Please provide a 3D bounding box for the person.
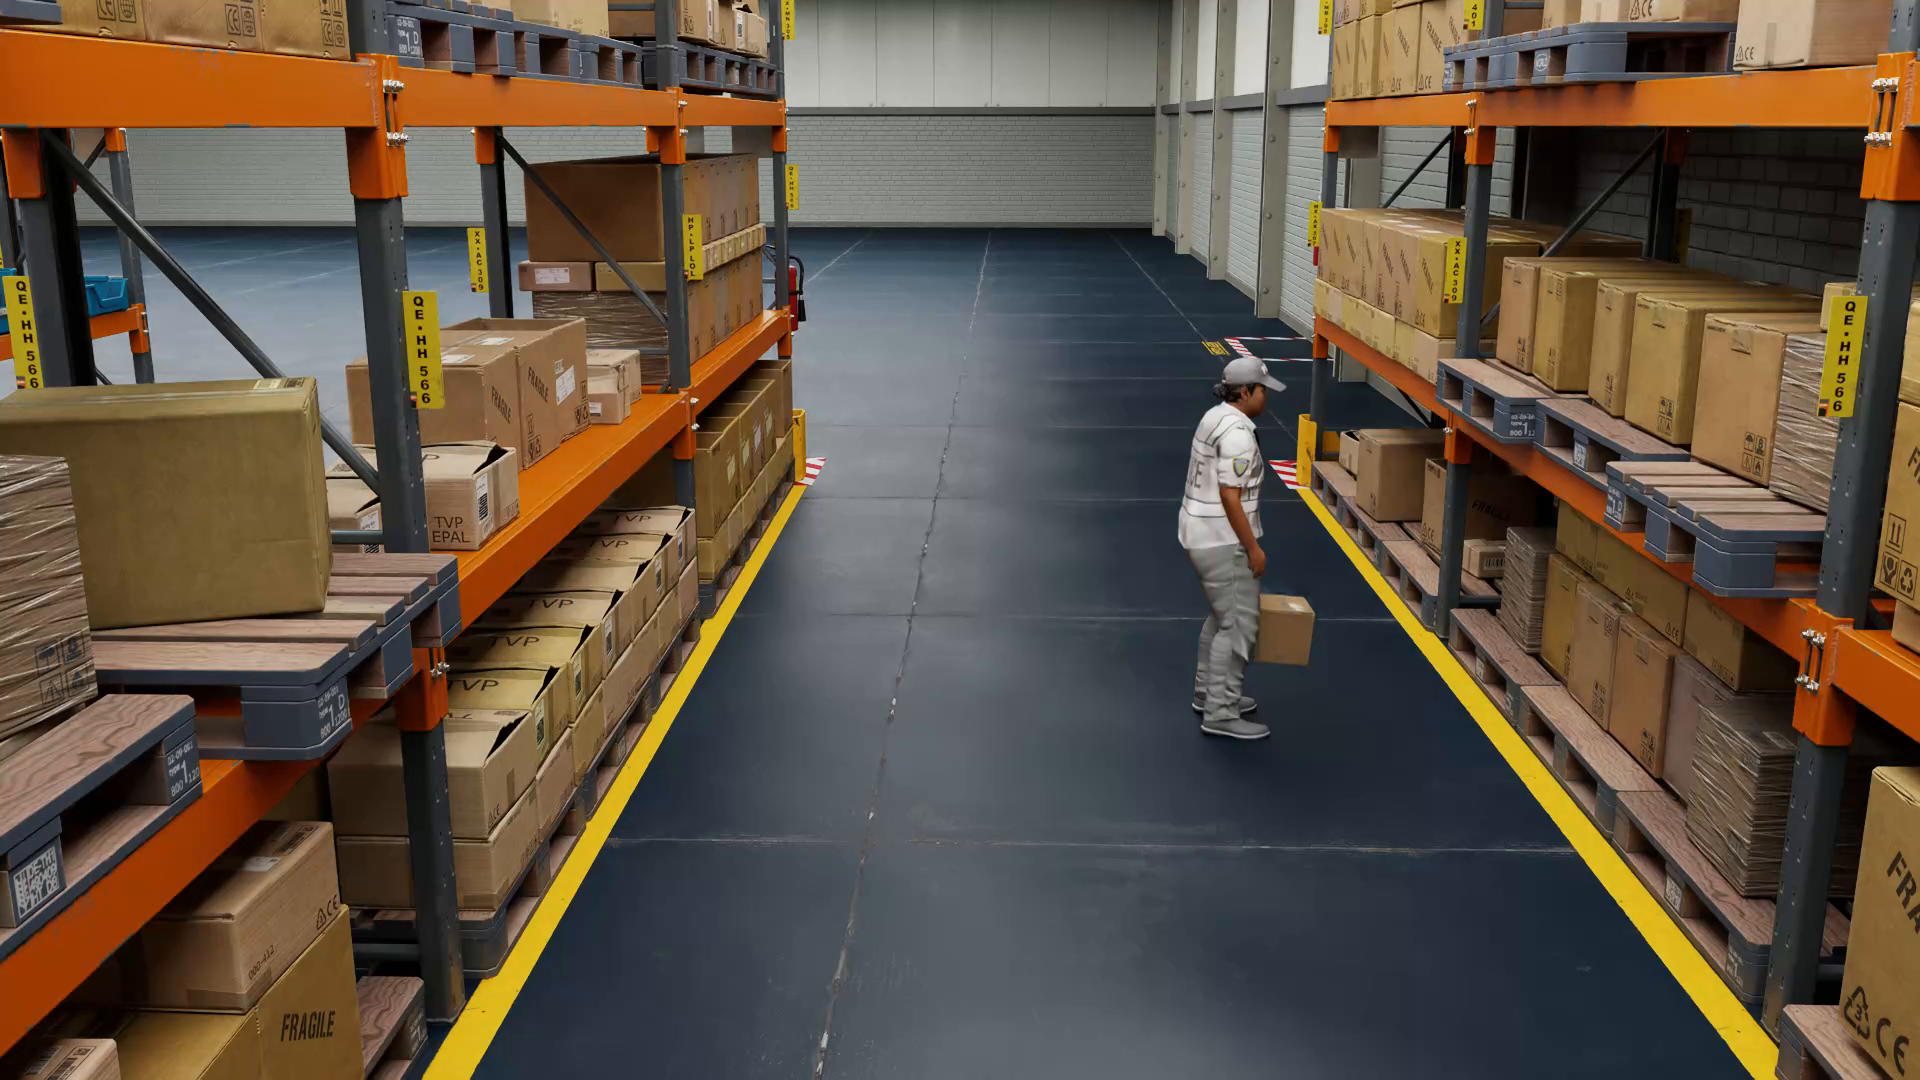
[{"bbox_3d":[1.214,0.020,7.409,0.469,1.665,0.546,0,14,-1],"label":"person"}]
